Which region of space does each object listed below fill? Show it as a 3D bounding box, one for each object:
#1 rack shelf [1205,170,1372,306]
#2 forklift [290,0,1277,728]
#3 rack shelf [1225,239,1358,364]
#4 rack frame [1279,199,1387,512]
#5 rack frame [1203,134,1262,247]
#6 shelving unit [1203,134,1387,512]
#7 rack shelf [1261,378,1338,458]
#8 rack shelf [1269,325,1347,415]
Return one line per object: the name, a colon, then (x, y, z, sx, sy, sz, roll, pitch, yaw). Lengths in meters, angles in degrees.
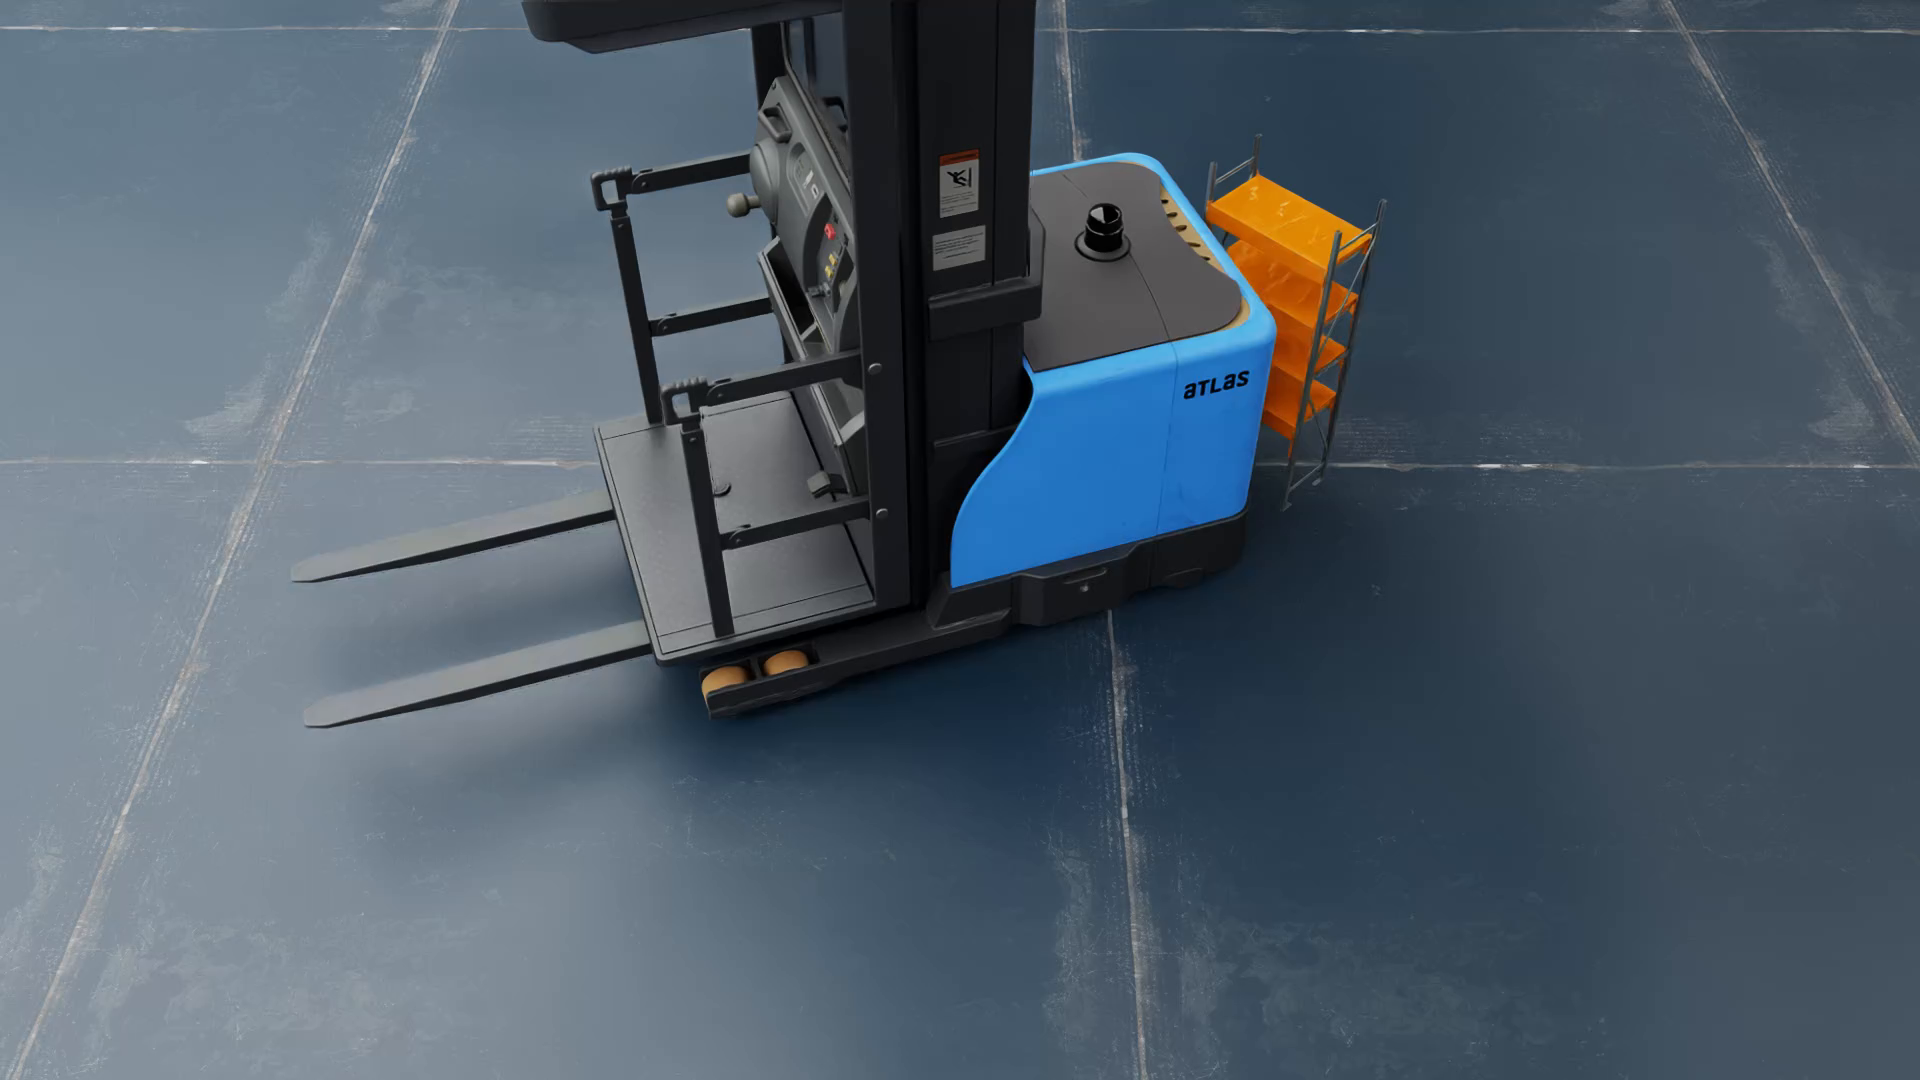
rack shelf: (1.044, -0.966, 5.293, 0.258, 0.148, 0.480, -35, 56, -28)
forklift: (-0.619, -0.883, 4.569, 3.031, 2.935, 1.130, -14, 49, -13)
rack shelf: (1.044, -0.805, 5.466, 0.258, 0.148, 0.480, -35, 56, -28)
rack frame: (1.212, -0.569, 5.460, 0.240, 1.200, 0.015, -35, 56, -28)
rack frame: (0.875, -0.828, 5.701, 0.240, 1.200, 0.015, -35, 56, -28)
shelving unit: (1.044, -0.698, 5.580, 0.258, 1.200, 0.503, -35, 56, -28)
rack shelf: (1.044, -0.517, 5.775, 0.258, 0.148, 0.480, -35, 56, -28)
rack shelf: (1.044, -0.653, 5.630, 0.258, 0.148, 0.480, -35, 56, -28)
